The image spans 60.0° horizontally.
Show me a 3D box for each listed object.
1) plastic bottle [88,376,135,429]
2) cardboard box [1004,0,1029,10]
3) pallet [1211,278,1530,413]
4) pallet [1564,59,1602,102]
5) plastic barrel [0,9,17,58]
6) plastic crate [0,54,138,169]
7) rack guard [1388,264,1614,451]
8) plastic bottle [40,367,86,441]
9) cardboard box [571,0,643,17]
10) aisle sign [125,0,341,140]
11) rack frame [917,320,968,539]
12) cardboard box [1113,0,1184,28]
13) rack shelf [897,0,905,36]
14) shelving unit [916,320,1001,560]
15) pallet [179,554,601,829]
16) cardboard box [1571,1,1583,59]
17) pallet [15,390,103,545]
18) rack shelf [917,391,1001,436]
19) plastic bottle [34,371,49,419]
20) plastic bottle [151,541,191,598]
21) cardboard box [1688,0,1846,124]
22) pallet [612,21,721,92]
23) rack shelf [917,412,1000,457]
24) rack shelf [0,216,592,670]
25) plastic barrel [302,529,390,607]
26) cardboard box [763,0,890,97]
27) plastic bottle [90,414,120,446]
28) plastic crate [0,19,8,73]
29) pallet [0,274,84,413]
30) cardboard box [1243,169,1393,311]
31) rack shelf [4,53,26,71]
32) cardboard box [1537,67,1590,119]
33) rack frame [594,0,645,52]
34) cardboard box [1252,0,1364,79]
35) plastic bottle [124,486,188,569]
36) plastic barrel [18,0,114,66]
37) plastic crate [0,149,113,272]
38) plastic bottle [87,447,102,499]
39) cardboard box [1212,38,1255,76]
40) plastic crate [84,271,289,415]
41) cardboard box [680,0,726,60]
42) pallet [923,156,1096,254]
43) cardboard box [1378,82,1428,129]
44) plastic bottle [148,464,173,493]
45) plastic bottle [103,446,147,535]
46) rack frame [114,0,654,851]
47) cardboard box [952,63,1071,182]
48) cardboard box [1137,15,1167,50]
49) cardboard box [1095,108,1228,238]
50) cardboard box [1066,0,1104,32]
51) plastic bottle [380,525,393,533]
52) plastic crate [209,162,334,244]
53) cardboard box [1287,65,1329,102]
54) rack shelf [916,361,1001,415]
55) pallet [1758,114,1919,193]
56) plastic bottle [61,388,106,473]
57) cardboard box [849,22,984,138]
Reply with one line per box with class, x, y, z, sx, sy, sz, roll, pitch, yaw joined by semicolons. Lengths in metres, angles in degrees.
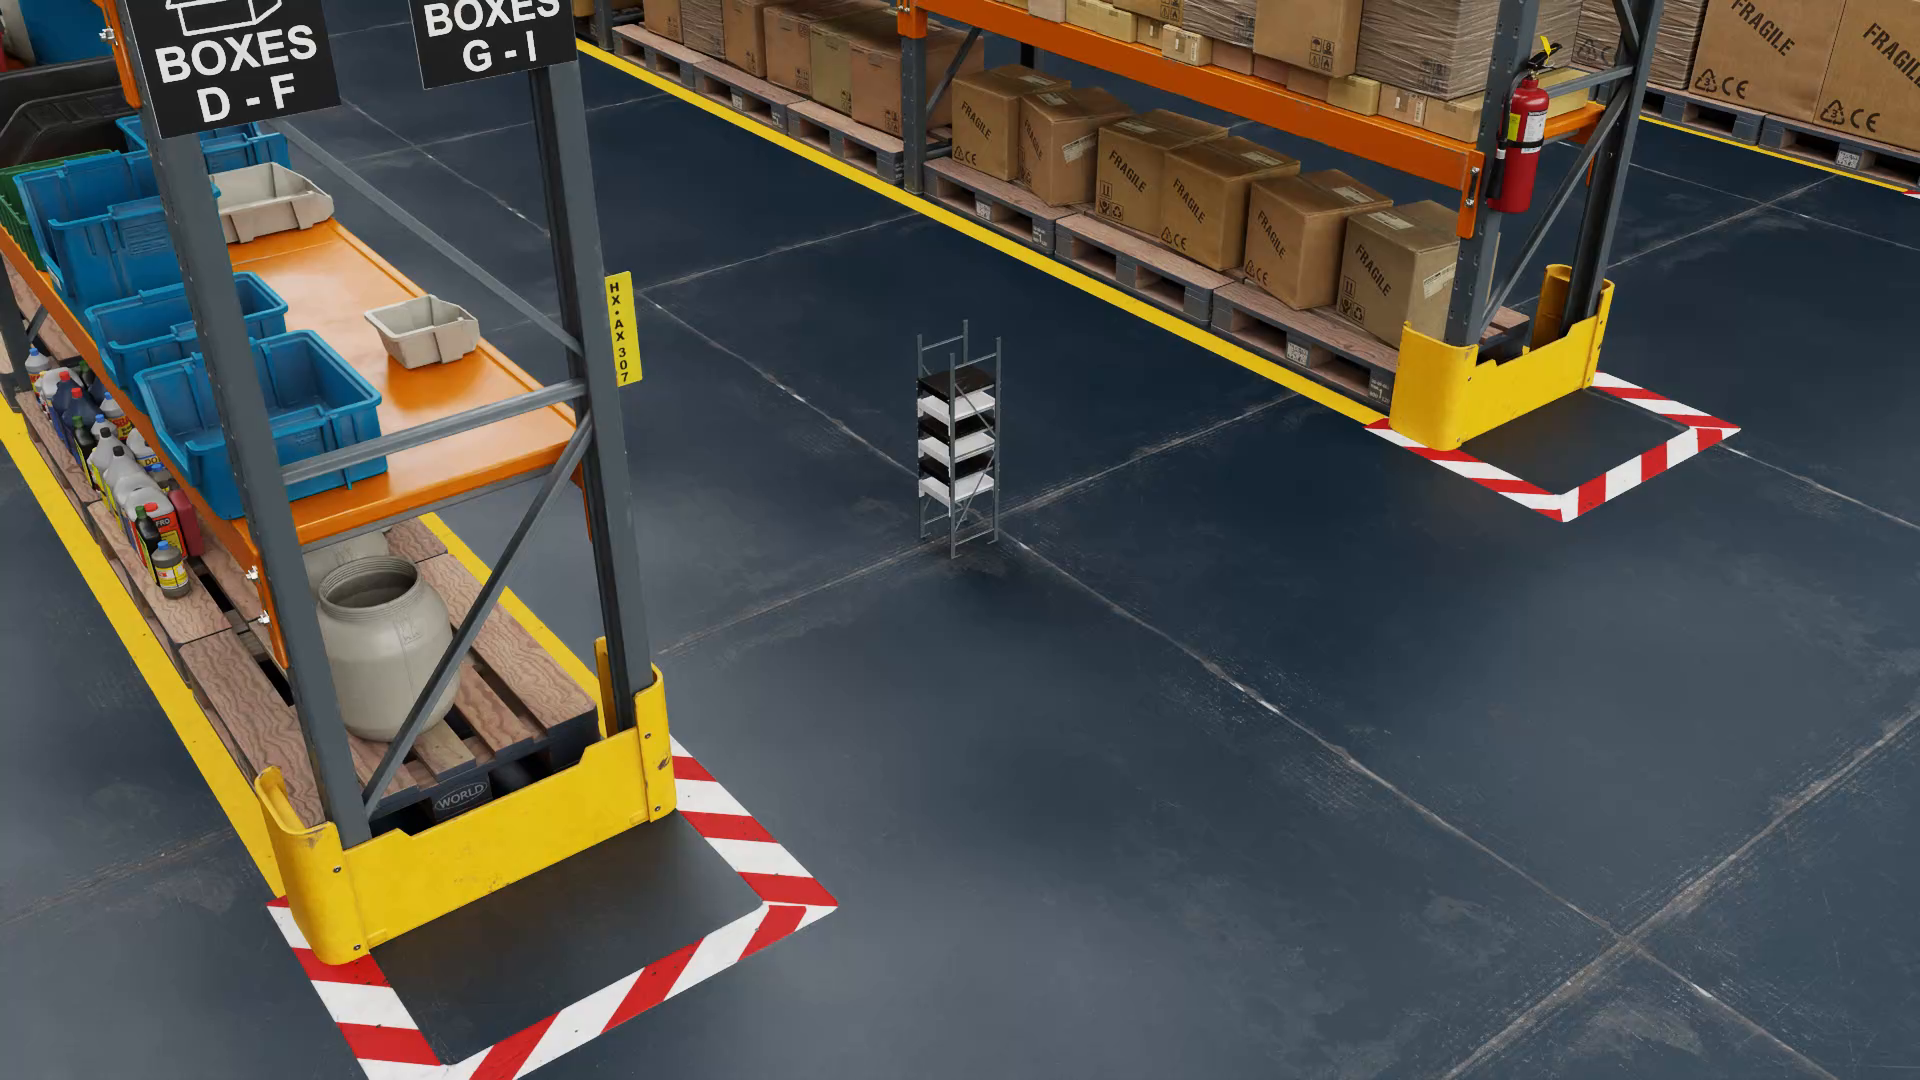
plastic bottle;-3.544;-0.586;6.944;0.144;0.351;0.185;-22;38;-31
cardboard box;0.461;-2.953;8.899;0.380;0.149;0.250;-22;38;-31
pallet;2.023;-1.081;8.290;1.003;0.211;1.213;-22;38;-31
pallet;4.472;-3.587;12.325;1.003;0.211;1.213;-22;38;-31
plastic barrel;-4.515;-2.491;8.049;0.301;0.262;0.301;0;32;0
plastic crate;-3.604;-1.663;6.643;0.767;0.338;0.504;-22;38;-31
rack guard;2.494;-0.854;7.651;1.175;0.500;0.348;-22;38;-31
plastic bottle;-3.756;-0.578;7.002;0.152;0.276;0.135;-21;37;-30
cardboard box;-2.772;-4.788;13.232;1.225;0.875;0.875;-24;39;-33
aisle sign;-1.563;-1.260;3.471;0.394;0.787;0.004;-22;38;-31
rack frame;-0.067;-0.428;6.586;0.240;0.900;0.006;-22;38;-31
cardboard box;1.253;-2.895;8.191;0.875;0.500;0.500;-22;38;-31
rack shelf;-1.139;-4.079;11.156;1.077;0.370;4.000;-22;38;-31
shelving unit;-0.005;-0.386;6.518;0.258;0.900;0.210;-22;38;-31
pallet;-1.950;0.546;5.670;1.003;0.211;1.213;-22;38;-31
cardboard box;4.398;-4.105;12.131;0.875;0.875;0.875;-22;38;-31
pallet;-3.446;-0.471;7.308;1.003;0.211;1.213;-22;38;-31
rack shelf;-0.005;-0.510;6.441;0.258;0.077;0.200;-22;38;-31
plastic bottle;-3.914;-0.630;7.156;0.097;0.201;0.097;0;32;0
plastic bottle;-2.845;0.097;5.986;0.097;0.201;0.097;0;32;0
cardboard box;5.511;-3.350;10.916;0.875;0.875;0.875;-23;39;-32
pallet;-1.887;-3.707;12.519;1.003;0.211;1.213;-22;38;-31
rack shelf;-0.005;-0.434;6.488;0.258;0.077;0.200;-22;38;-31
rack shelf;-2.599;-0.809;5.892;1.077;0.370;4.000;-22;38;-31
plastic barrel;-2.143;0.139;5.644;0.421;0.512;0.421;0;32;0
cardboard box;-0.893;-3.377;11.296;0.700;0.500;0.500;-26;40;-35
plastic bottle;-3.422;-0.378;6.684;0.097;0.271;0.097;0;32;0
plastic crate;-4.364;-2.078;7.193;0.402;0.464;0.583;-22;38;-31
pallet;-4.337;-1.079;8.287;1.003;0.211;1.213;-22;38;-31
cardboard box;1.777;-1.504;8.300;0.500;0.500;0.500;-12;34;-19
rack shelf;-5.051;-2.476;8.576;1.077;0.370;4.000;-22;38;-31
cardboard box;2.554;-1.973;7.322;0.380;0.149;0.250;-22;38;-31
rack frame;-2.365;-5.218;12.308;1.000;3.000;0.127;-22;38;-31
cardboard box;1.823;-2.460;7.492;0.875;0.500;0.500;-22;38;-31
plastic bottle;-2.978;-0.049;6.150;0.152;0.276;0.135;-22;38;-31
plastic barrel;-3.823;-2.420;7.329;0.600;0.901;0.708;-22;38;-31
plastic crate;-3.216;-1.201;6.042;0.450;0.188;0.662;-22;38;-31
plastic bottle;-3.387;-0.272;6.580;0.097;0.201;0.097;0;32;0
cardboard box;1.423;-2.345;7.920;0.380;0.149;0.250;-22;38;-31
plastic crate;-2.309;-0.603;5.018;0.499;0.251;0.408;-22;38;-31
cardboard box;-1.589;-3.843;12.047;0.700;0.500;0.500;-26;40;-35
pallet;0.527;-2.098;9.928;1.003;0.211;1.213;-22;38;-31
cardboard box;2.050;-1.934;7.258;0.380;0.149;0.250;-22;38;-31
plastic bottle;-3.099;-0.200;6.464;0.097;0.201;0.097;0;32;0
plastic bottle;-3.167;-0.206;6.332;0.144;0.351;0.185;-21;37;-29
rack frame;-1.372;-0.281;4.360;1.000;3.000;0.127;-22;38;-31
cardboard box;0.301;-2.488;9.884;0.500;0.500;0.500;-24;39;-33
cardboard box;1.101;-2.547;8.246;0.380;0.149;0.250;-22;38;-31
cardboard box;1.101;-2.018;9.128;0.500;0.500;0.500;-26;40;-35
cardboard box;0.768;-2.744;8.564;0.380;0.149;0.250;-22;38;-31
plastic bottle;-2.238;-0.166;6.343;0.097;0.271;0.097;0;32;0
plastic crate;-2.629;-1.242;6.156;0.530;0.136;0.437;-22;38;-31
cardboard box;1.715;-2.130;7.575;0.380;0.149;0.250;-22;38;-31
rack shelf;-0.005;-0.587;6.393;0.258;0.077;0.200;-22;38;-31
pallet;5.968;-2.570;10.688;1.003;0.211;1.213;-22;38;-31
plastic bottle;-3.542;-0.461;6.743;0.144;0.351;0.185;-24;39;-33
cardboard box;-0.272;-2.939;10.591;0.700;0.500;0.500;-26;40;-35
